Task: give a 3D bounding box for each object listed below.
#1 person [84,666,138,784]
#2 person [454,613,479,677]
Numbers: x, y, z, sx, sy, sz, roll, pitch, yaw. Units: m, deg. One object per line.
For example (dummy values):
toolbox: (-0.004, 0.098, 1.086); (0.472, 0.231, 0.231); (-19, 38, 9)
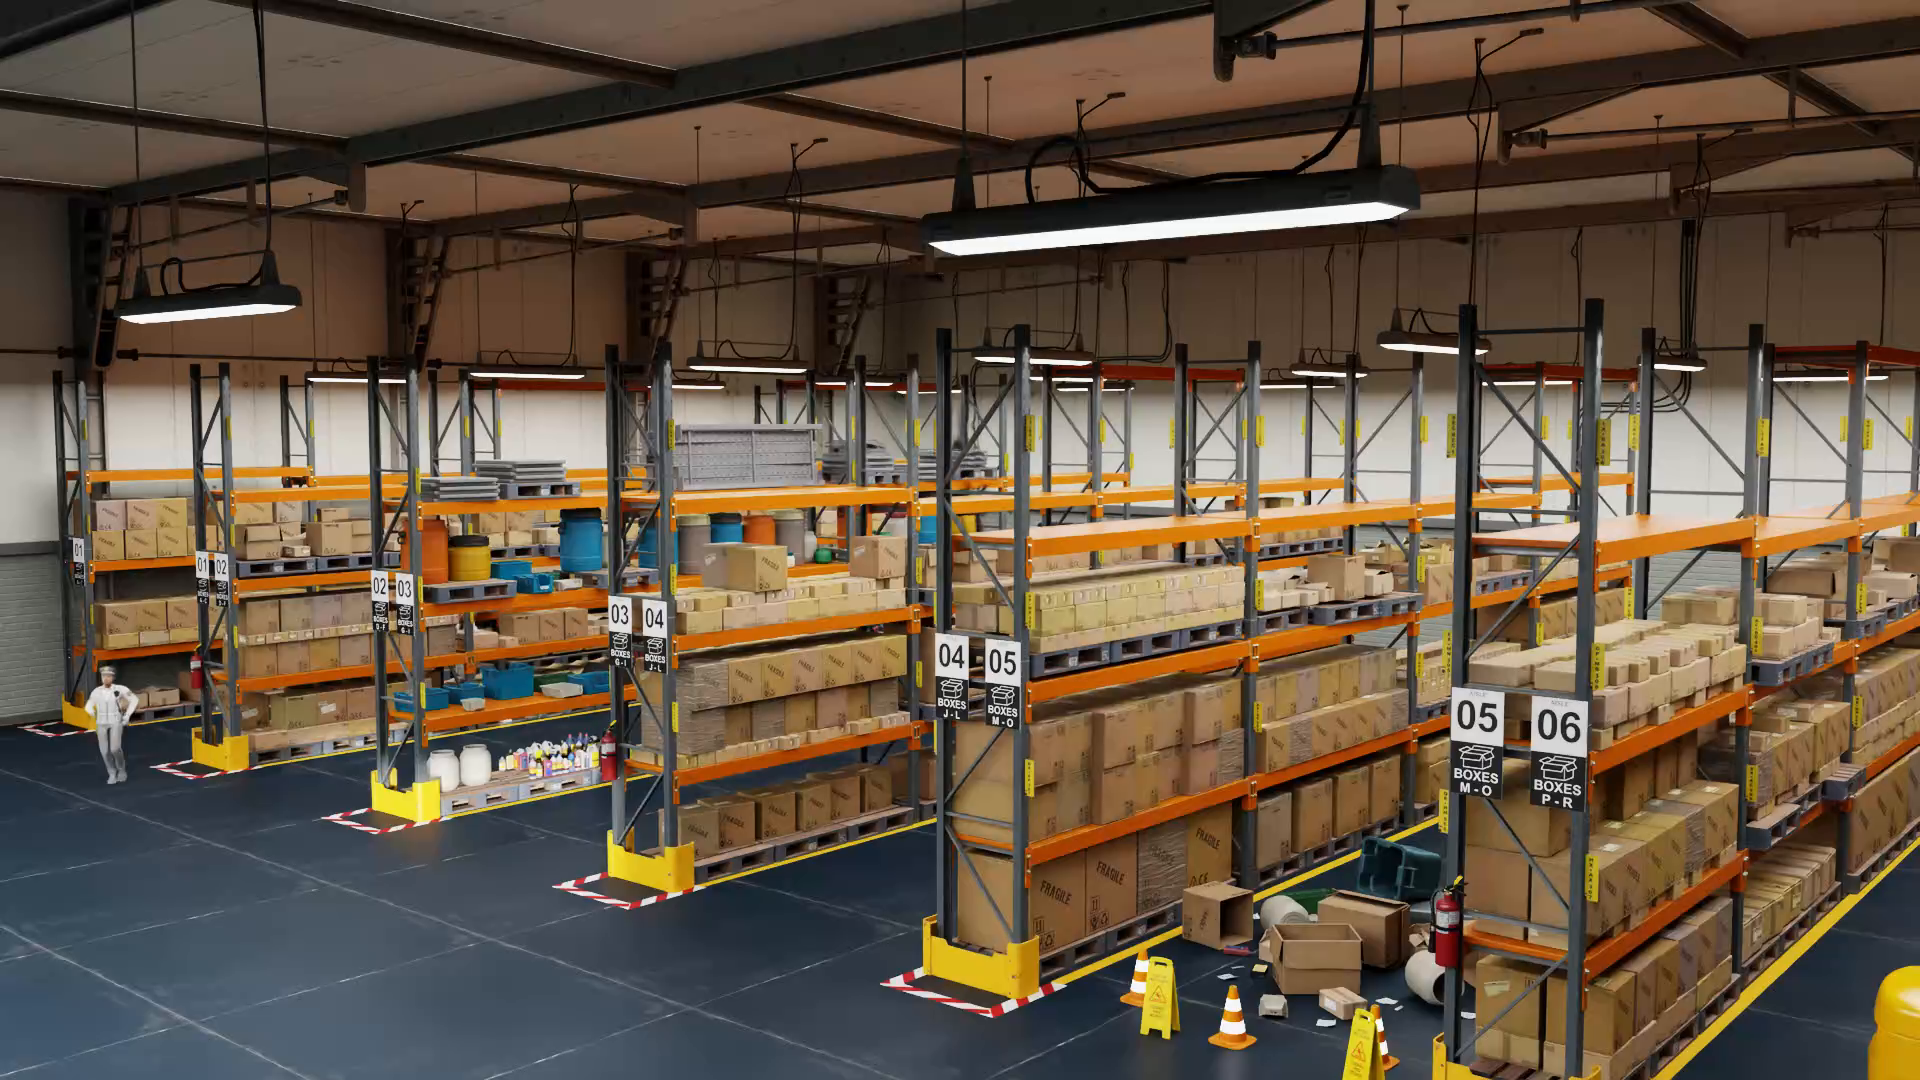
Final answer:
person: (-12.068, 2.634, 23.597); (0.664, 1.691, 0.565); (-1, 4, -14)
person: (-8.975, 2.118, 30.380); (0.698, 1.741, 0.662); (3, 5, 35)
